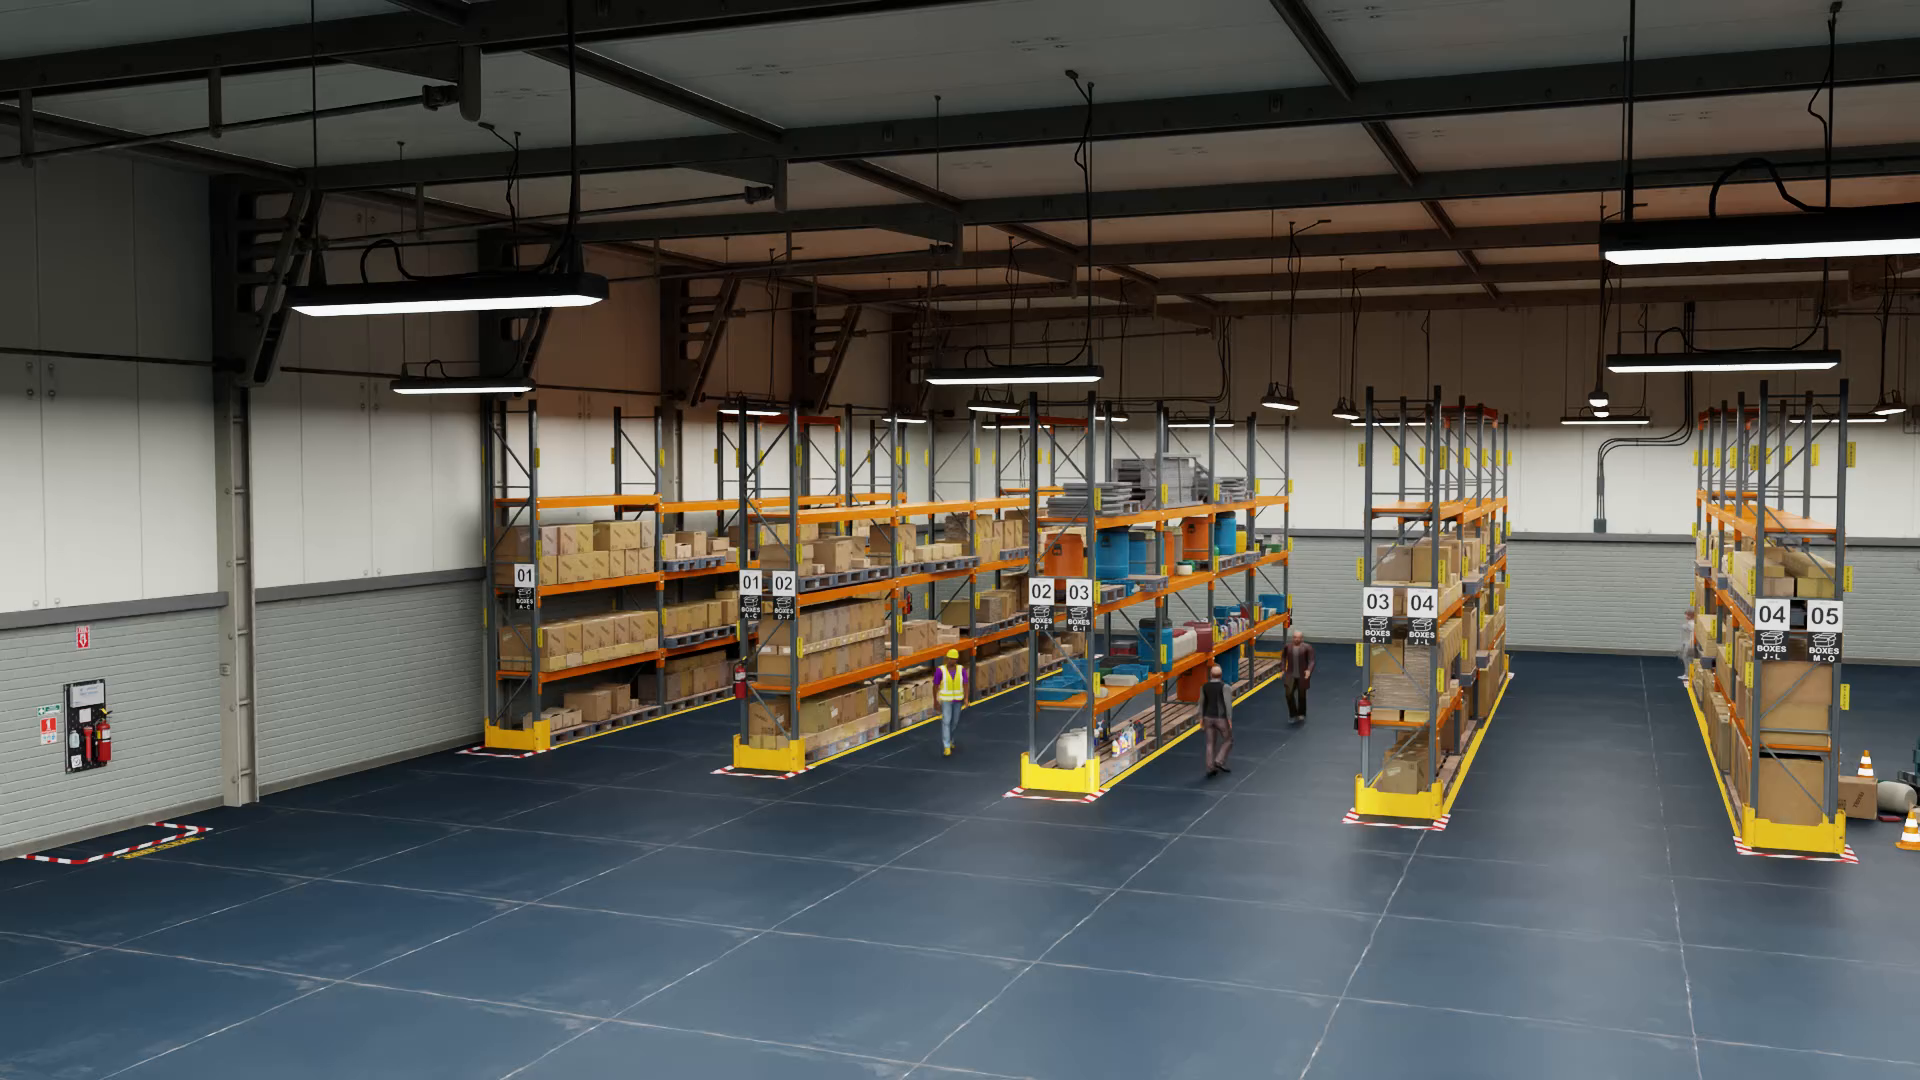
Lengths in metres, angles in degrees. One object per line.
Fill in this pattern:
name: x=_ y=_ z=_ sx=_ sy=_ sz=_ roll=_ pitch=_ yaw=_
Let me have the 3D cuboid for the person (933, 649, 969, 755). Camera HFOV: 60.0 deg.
person: x=-0.127 y=2.723 z=28.193 sx=0.588 sy=1.727 sz=0.884 roll=-1 pitch=3 yaw=-21

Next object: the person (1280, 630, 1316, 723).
person: x=6.395 y=2.621 z=31.530 sx=0.697 sy=1.838 sz=0.759 roll=1 pitch=3 yaw=24

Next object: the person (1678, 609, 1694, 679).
person: x=16.426 y=2.362 z=37.409 sx=0.493 sy=1.548 sz=0.428 roll=0 pitch=3 yaw=8

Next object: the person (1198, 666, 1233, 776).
person: x=4.036 y=2.842 z=26.203 sx=0.570 sy=1.710 sz=0.463 roll=2 pitch=3 yaw=35
